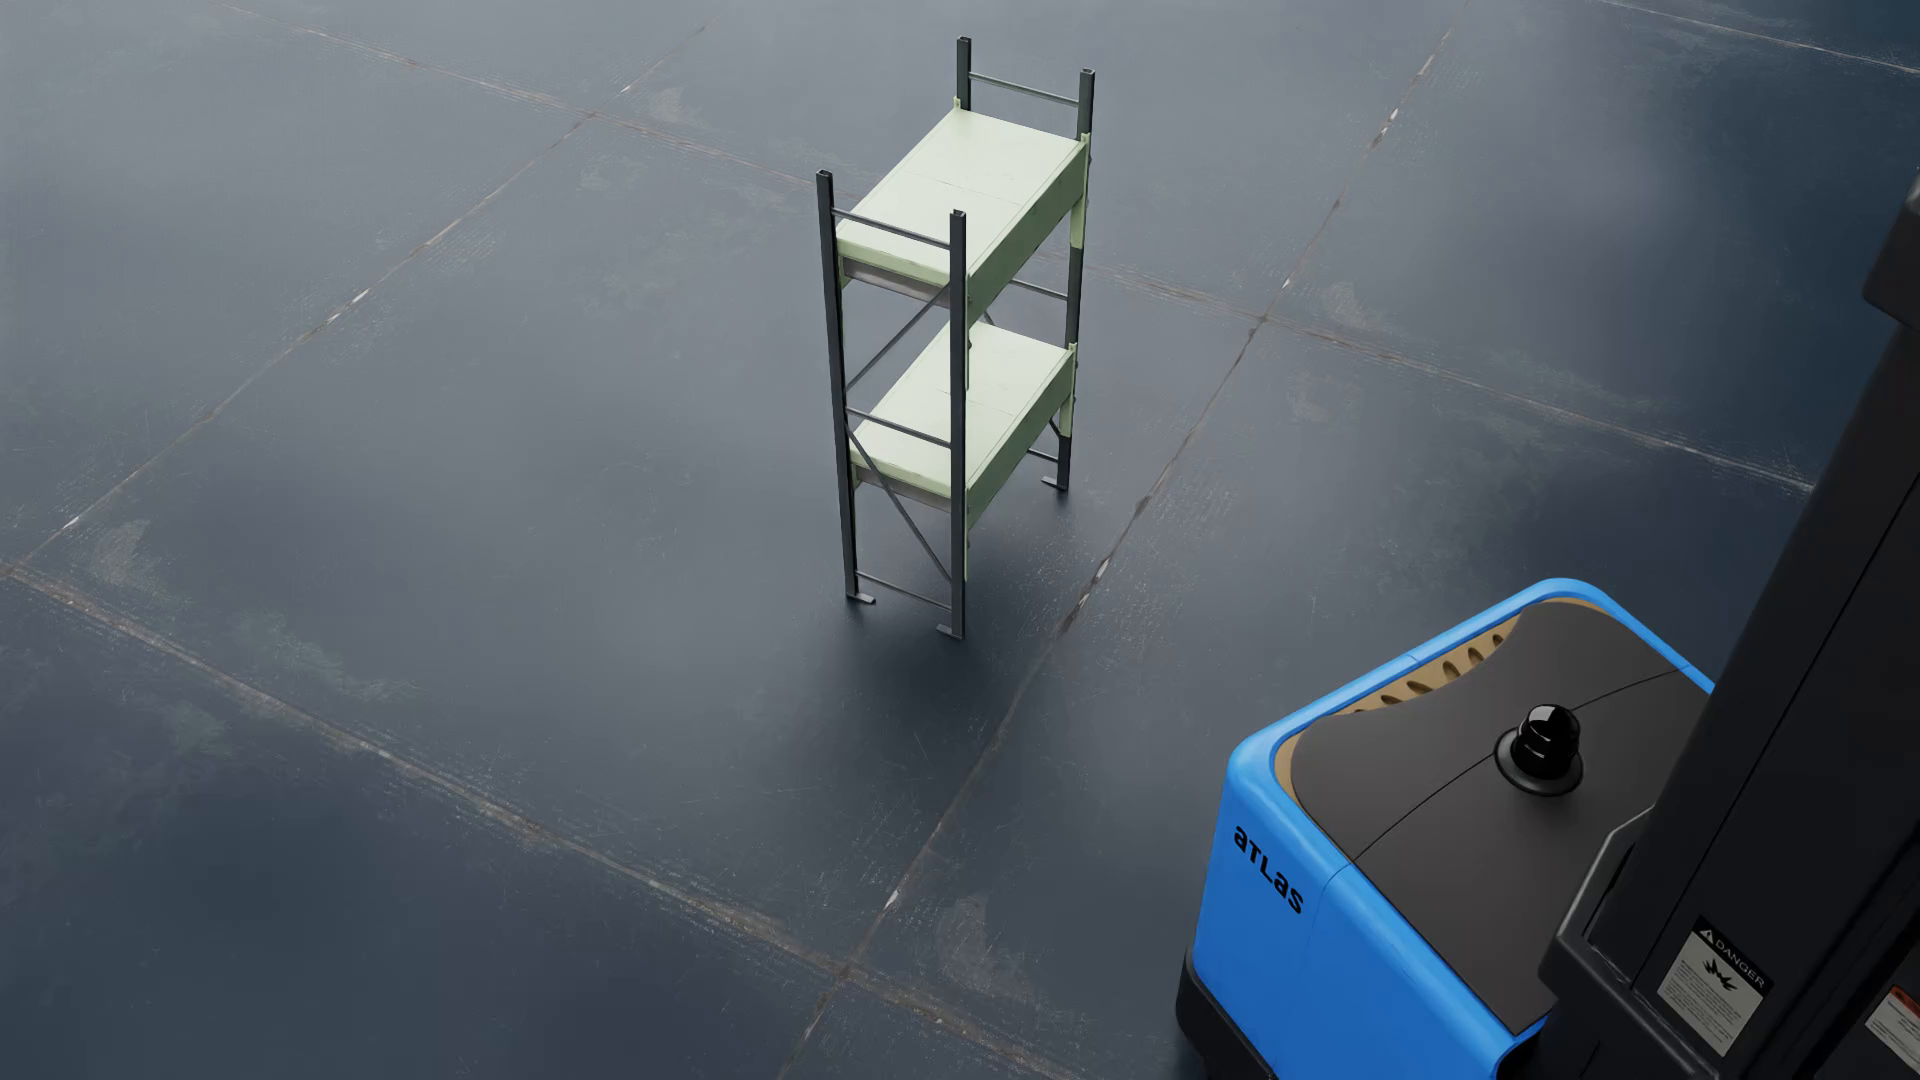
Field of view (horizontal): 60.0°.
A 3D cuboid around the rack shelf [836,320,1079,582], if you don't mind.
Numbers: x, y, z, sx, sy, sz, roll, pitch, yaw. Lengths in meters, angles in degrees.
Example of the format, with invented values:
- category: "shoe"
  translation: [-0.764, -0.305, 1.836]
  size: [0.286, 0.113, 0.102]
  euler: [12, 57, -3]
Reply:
- category: "rack shelf"
  translation: [0.003, -0.302, 4.953]
  size: [0.431, 0.370, 0.720]
  euler: [20, 49, 19]

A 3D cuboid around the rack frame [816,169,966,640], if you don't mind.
- category: "rack frame"
  translation: [-0.167, -0.301, 4.493]
  size: [0.400, 1.500, 0.023]
  euler: [20, 49, 19]

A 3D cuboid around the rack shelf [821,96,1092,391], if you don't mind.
- category: "rack shelf"
  translation: [0.003, -0.806, 4.443]
  size: [0.431, 0.370, 0.720]
  euler: [20, 49, 19]

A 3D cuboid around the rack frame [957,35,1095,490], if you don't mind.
- category: "rack frame"
  translation: [0.173, -0.762, 4.949]
  size: [0.400, 1.500, 0.023]
  euler: [20, 49, 19]

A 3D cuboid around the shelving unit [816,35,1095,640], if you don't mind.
- category: "shelving unit"
  translation: [0.003, -0.531, 4.721]
  size: [0.431, 1.500, 0.755]
  euler: [20, 49, 19]

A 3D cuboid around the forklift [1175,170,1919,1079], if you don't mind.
- category: "forklift"
  translation: [1.725, 0.856, 2.343]
  size: [1.130, 2.935, 3.031]
  euler: [-24, 50, -22]
